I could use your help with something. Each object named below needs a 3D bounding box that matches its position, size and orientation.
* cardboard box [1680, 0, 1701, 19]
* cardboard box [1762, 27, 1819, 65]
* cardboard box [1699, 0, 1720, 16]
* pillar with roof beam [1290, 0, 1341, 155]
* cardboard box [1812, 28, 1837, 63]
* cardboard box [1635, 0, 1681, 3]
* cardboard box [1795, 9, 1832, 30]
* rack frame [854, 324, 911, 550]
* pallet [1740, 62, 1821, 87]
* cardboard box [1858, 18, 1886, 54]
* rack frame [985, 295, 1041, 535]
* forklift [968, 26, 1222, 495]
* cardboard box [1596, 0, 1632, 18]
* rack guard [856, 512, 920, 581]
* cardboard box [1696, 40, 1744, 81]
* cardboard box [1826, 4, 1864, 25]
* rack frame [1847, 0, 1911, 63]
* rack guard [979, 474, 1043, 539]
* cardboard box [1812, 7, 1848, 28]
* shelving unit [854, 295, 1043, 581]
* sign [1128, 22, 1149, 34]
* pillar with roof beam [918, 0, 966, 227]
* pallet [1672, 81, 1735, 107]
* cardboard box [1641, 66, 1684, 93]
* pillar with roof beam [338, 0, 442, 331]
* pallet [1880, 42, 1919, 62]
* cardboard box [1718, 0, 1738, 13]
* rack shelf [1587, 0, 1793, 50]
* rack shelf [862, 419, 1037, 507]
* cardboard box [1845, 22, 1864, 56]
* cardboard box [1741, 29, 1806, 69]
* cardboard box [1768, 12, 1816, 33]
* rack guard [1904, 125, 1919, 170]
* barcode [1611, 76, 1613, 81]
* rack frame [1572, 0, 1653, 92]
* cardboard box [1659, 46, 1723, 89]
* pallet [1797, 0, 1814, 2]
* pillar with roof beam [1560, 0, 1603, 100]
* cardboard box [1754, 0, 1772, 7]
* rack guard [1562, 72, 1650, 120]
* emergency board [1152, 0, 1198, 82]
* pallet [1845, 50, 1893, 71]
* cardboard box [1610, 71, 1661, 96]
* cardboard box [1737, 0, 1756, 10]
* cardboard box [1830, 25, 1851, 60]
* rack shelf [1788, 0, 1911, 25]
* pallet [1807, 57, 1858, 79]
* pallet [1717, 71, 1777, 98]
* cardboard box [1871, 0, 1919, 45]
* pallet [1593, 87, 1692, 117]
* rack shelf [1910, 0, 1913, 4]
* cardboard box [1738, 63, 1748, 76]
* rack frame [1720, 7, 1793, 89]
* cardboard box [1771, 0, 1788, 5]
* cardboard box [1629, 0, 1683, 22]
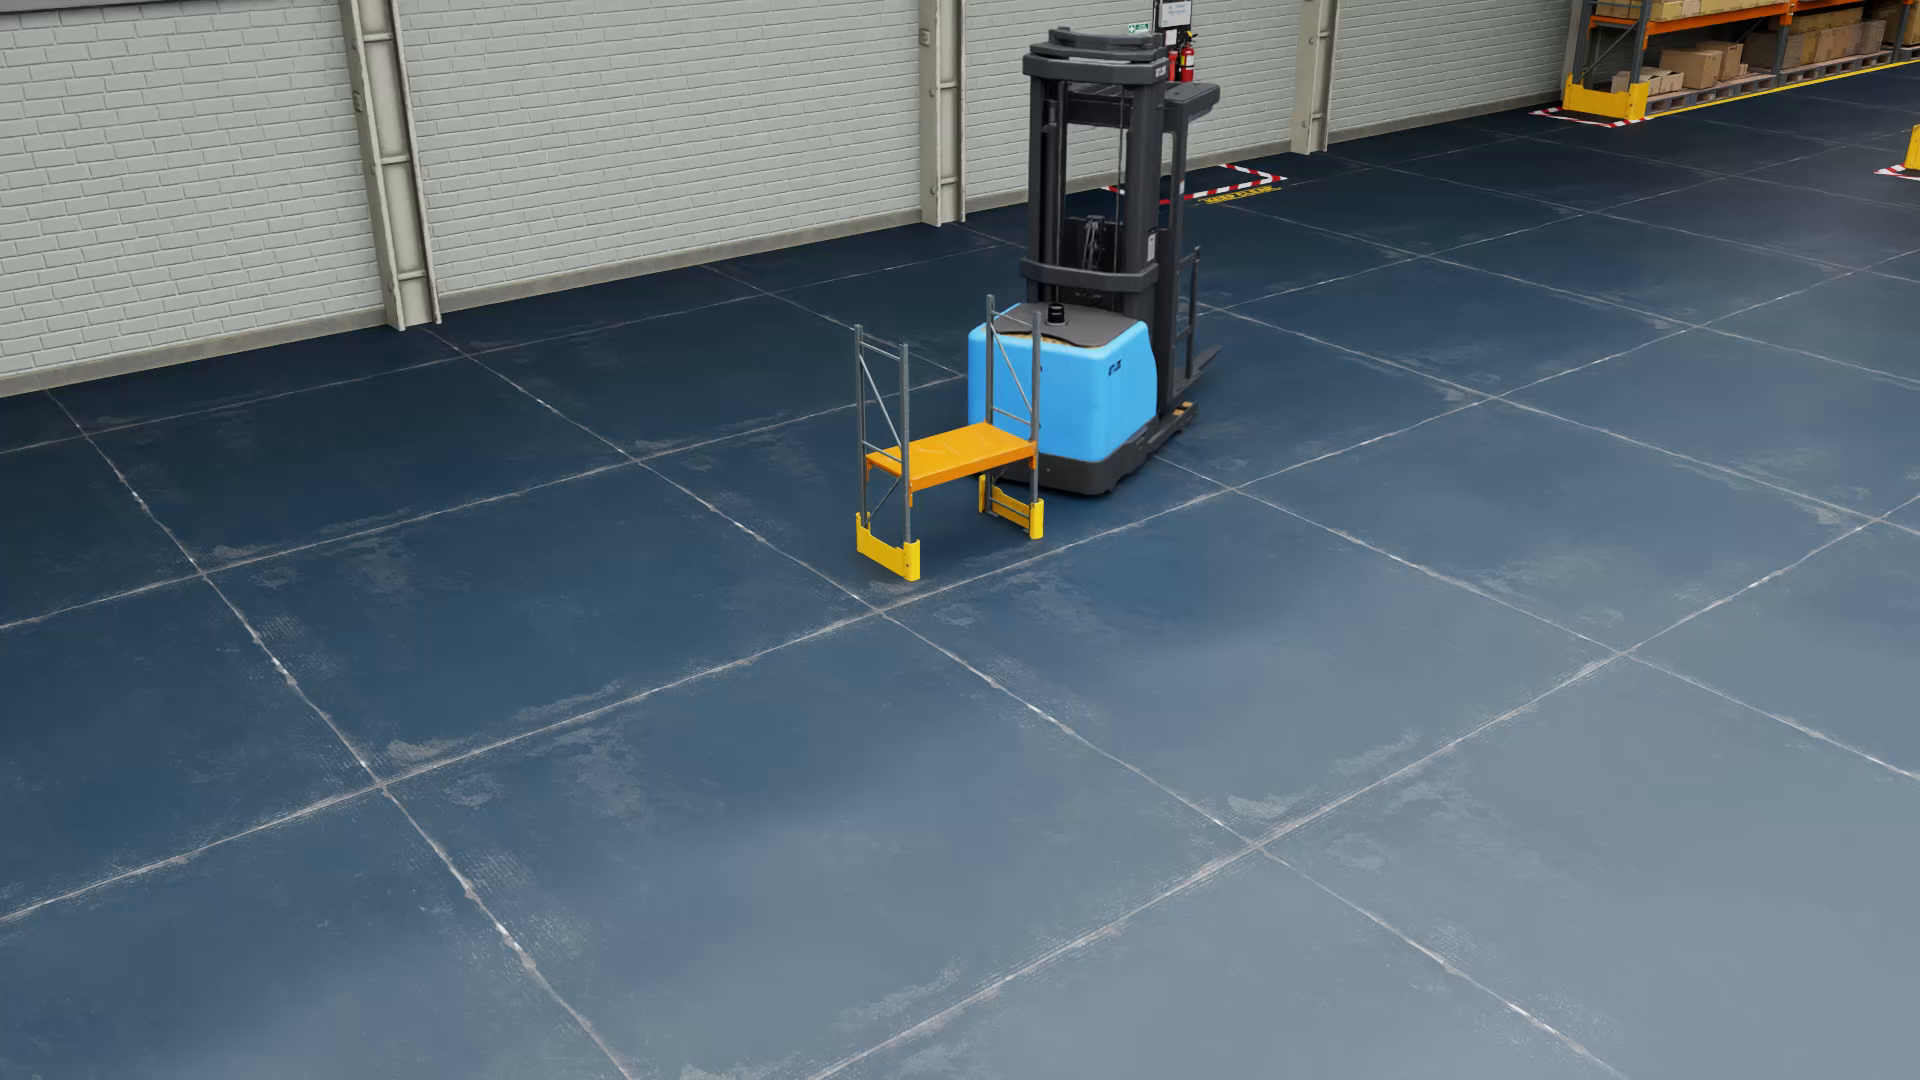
[{"bbox_3d":[10.218,-7.625,23.771,0.500,0.250,0.500,-19,31,-36],"label":"cardboard box"},{"bbox_3d":[13.331,-7.975,26.817,0.500,0.500,0.700,-19,31,-35],"label":"cardboard box"},{"bbox_3d":[10.623,-7.755,24.052,0.500,0.250,0.500,-19,31,-35],"label":"cardboard box"},{"bbox_3d":[7.191,-7.728,16.711,0.400,9.000,9.100,-18,31,-34],"label":"pillar with roof beam"},{"bbox_3d":[13.757,-8.094,27.074,0.500,0.500,0.700,-18,30,-33],"label":"cardboard box"},{"bbox_3d":[9.800,-7.828,23.318,0.500,0.500,0.500,-18,31,-34],"label":"cardboard box"},{"bbox_3d":[13.707,-8.416,26.877,0.500,0.250,0.500,-19,31,-35],"label":"cardboard box"},{"bbox_3d":[-0.467,-0.526,10.102,0.032,1.500,0.500,-18,31,-34],"label":"rack frame"},{"bbox_3d":[12.998,-7.500,26.659,1.213,0.211,1.003,-18,31,-34],"label":"pallet"},{"bbox_3d":[15.000,-8.462,27.867,0.500,0.500,0.700,-18,30,-33],"label":"cardboard box"},{"bbox_3d":[0.333,-0.790,10.671,0.032,1.500,0.500,-18,31,-34],"label":"rack frame"},{"bbox_3d":[1.162,-2.220,12.052,1.130,2.935,3.031,12,28,25],"label":"forklift"},{"bbox_3d":[9.487,-7.649,23.823,0.500,0.250,0.500,-18,30,-33],"label":"cardboard box"},{"bbox_3d":[-0.452,0.036,10.376,0.087,0.250,0.587,-18,31,-34],"label":"rack guard"},{"bbox_3d":[11.594,-7.345,25.459,0.500,0.500,0.500,-21,32,-38],"label":"cardboard box"},{"bbox_3d":[14.512,-8.675,27.435,0.500,0.250,0.500,-18,30,-33],"label":"cardboard box"},{"bbox_3d":[15.534,-9.601,27.874,0.127,3.000,1.000,-18,31,-34],"label":"rack frame"},{"bbox_3d":[0.332,-0.223,10.933,0.087,0.250,0.587,-18,31,-34],"label":"rack guard"},{"bbox_3d":[14.111,-8.540,27.144,0.500,0.250,0.500,-18,31,-34],"label":"cardboard box"},{"bbox_3d":[-0.060,-0.661,10.392,1.083,1.500,0.587,-18,31,-34],"label":"shelving unit"},{"bbox_3d":[2.076,-5.949,19.332,0.331,0.109,0.001,-18,31,-34],"label":"sign"},{"bbox_3d":[2.469,-6.169,13.353,0.400,9.000,9.100,-18,31,-34],"label":"pillar with roof beam"},{"bbox_3d":[10.919,-6.792,25.134,1.213,0.211,1.003,-18,31,-34],"label":"pallet"},{"bbox_3d":[10.287,-6.801,24.512,0.500,0.311,0.500,-15,29,-30],"label":"cardboard box"},{"bbox_3d":[-2.252,-4.610,9.995,0.400,9.000,9.100,-18,31,-34],"label":"pillar with roof beam"},{"bbox_3d":[16.201,-8.516,28.848,1.213,0.211,1.003,-18,31,-34],"label":"pallet"},{"bbox_3d":[11.022,-7.886,24.333,0.500,0.250,0.500,-18,30,-34],"label":"cardboard box"},{"bbox_3d":[10.812,-7.716,24.667,4.000,0.370,1.077,-18,31,-34],"label":"rack shelf"},{"bbox_3d":[-0.067,-0.495,10.462,1.000,0.185,0.538,-18,31,-34],"label":"rack shelf"},{"bbox_3d":[14.522,-8.367,27.662,0.500,0.500,0.700,-18,31,-34],"label":"cardboard box"},{"bbox_3d":[12.955,-7.824,26.492,0.500,0.500,0.700,-17,30,-32],"label":"cardboard box"},{"bbox_3d":[13.300,-8.280,26.583,0.500,0.250,0.500,-19,31,-35],"label":"cardboard box"},{"bbox_3d":[12.279,-4.743,20.375,0.348,0.500,1.175,-18,31,-34],"label":"rack guard"},{"bbox_3d":[9.606,-6.794,24.486,0.075,0.075,0.001,-18,31,-34],"label":"barcode"},{"bbox_3d":[9.239,-7.523,23.396,0.127,3.000,1.000,-18,31,-34],"label":"rack frame"},{"bbox_3d":[10.895,-7.060,24.847,0.500,0.500,0.700,-21,32,-37],"label":"cardboard box"},{"bbox_3d":[13.077,-8.625,25.999,1.213,0.211,1.003,-18,31,-34],"label":"pallet"},{"bbox_3d":[11.912,-9.286,20.070,0.400,9.000,9.100,-18,31,-34],"label":"pillar with roof beam"},{"bbox_3d":[11.803,-8.153,24.908,0.500,0.250,0.500,-18,30,-34],"label":"cardboard box"},{"bbox_3d":[9.298,-6.409,23.965,0.348,0.500,1.175,-18,31,-34],"label":"rack guard"},{"bbox_3d":[2.566,-5.803,19.691,0.643,1.169,0.194,-18,31,-34],"label":"emergency board"},{"bbox_3d":[14.918,-8.133,28.025,1.213,0.211,1.003,-18,31,-34],"label":"pallet"},{"bbox_3d":[9.839,-6.653,24.193,0.500,0.311,0.500,-23,33,-40],"label":"cardboard box"},{"bbox_3d":[11.417,-8.017,24.615,0.500,0.250,0.500,-18,31,-34],"label":"cardboard box"},{"bbox_3d":[14.149,-8.229,27.364,0.500,0.500,0.700,-18,31,-34],"label":"cardboard box"},{"bbox_3d":[13.960,-8.755,26.906,4.000,0.370,1.077,-18,31,-34],"label":"rack shelf"},{"bbox_3d":[13.959,-7.818,27.345,1.213,0.211,1.003,-18,31,-34],"label":"pallet"},{"bbox_3d":[11.880,-7.111,25.821,1.213,0.211,1.003,-18,31,-34],"label":"pallet"},{"bbox_3d":[16.194,-8.964,28.556,0.750,0.750,0.750,-19,31,-35],"label":"cardboard box"},{"bbox_3d":[9.960,-6.477,24.455,1.213,0.211,1.003,-18,31,-34],"label":"pallet"},{"bbox_3d":[17.108,-9.794,29.145,4.000,0.370,1.077,-18,31,-34],"label":"rack shelf"},{"bbox_3d":[11.984,-7.327,25.818,0.380,0.166,0.250,22,33,39],"label":"cardboard box"},{"bbox_3d":[12.386,-8.562,25.635,0.127,3.000,1.000,-18,31,-34],"label":"rack frame"},{"bbox_3d":[12.201,-8.279,25.181,0.500,0.250,0.500,-18,30,-34],"label":"cardboard box"},{"bbox_3d":[9.819,-7.485,23.470,0.500,0.250,0.500,-19,31,-35],"label":"cardboard box"}]
